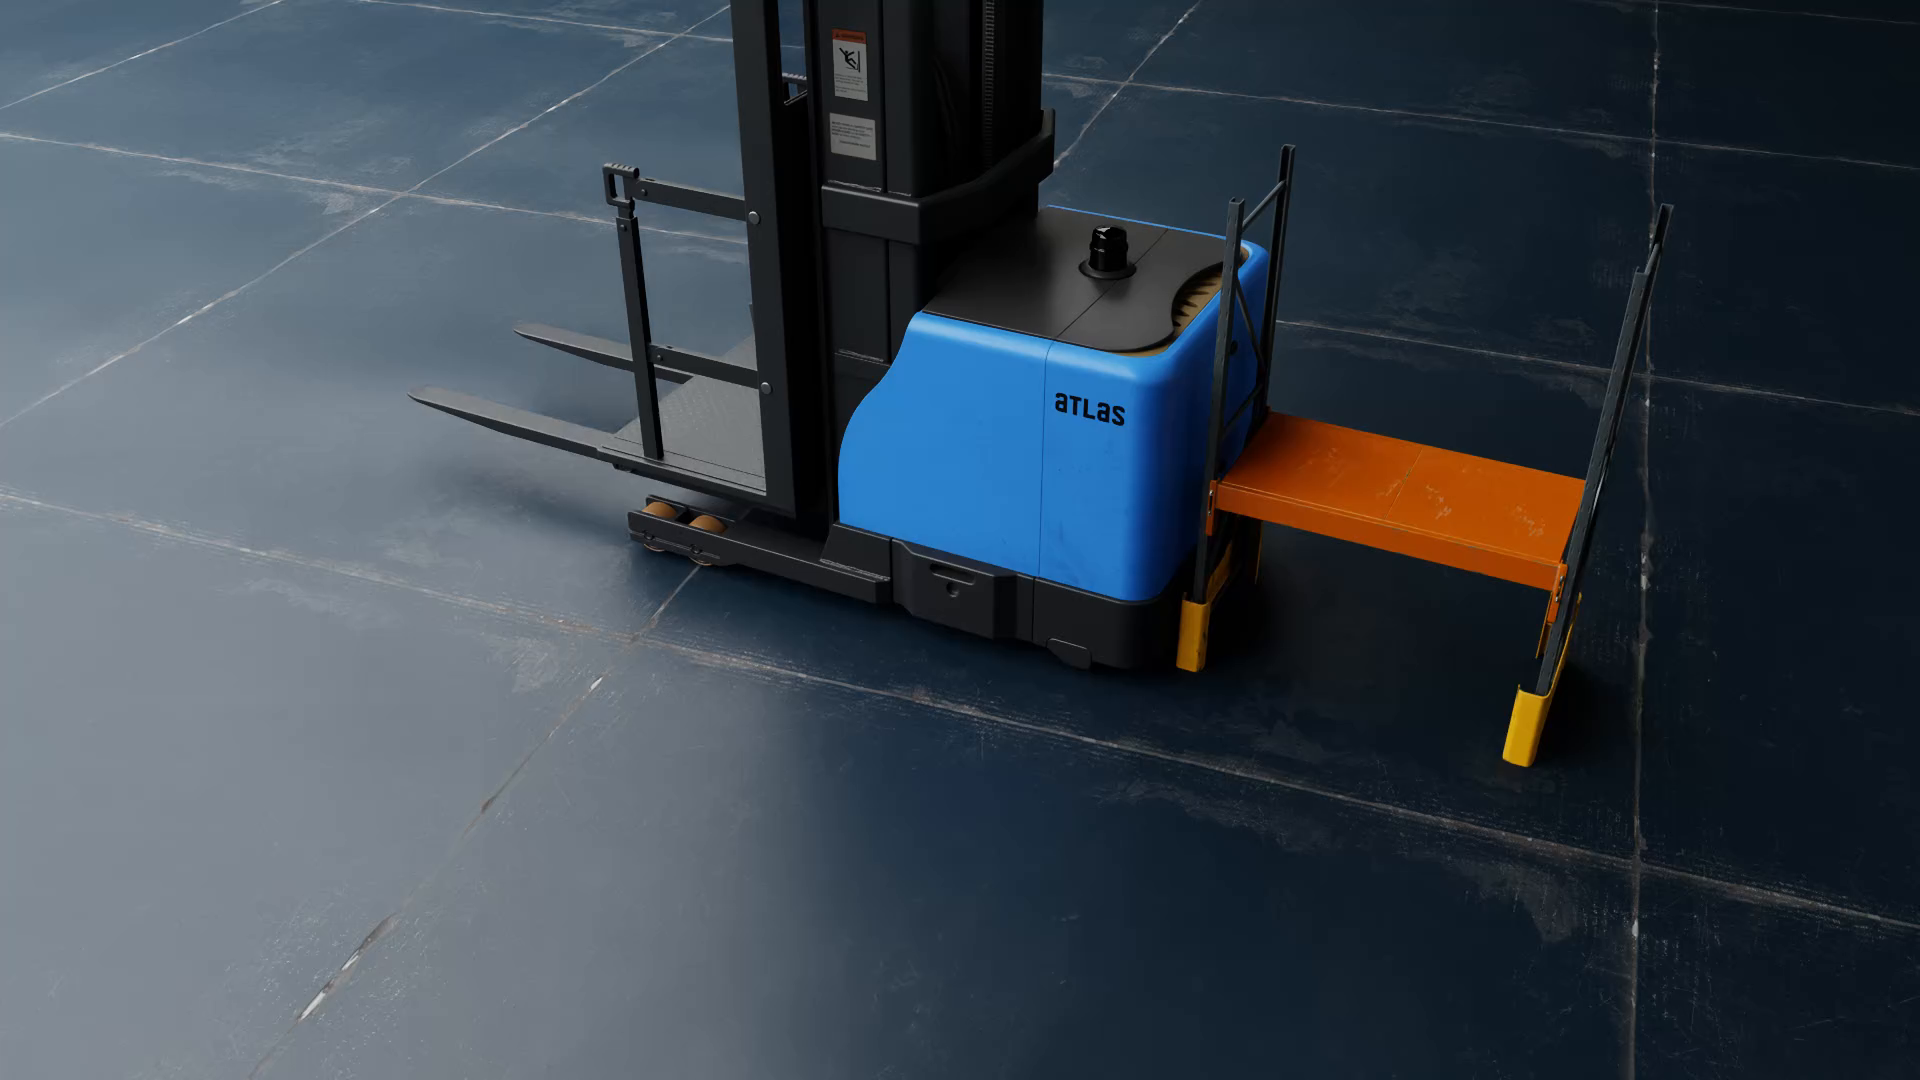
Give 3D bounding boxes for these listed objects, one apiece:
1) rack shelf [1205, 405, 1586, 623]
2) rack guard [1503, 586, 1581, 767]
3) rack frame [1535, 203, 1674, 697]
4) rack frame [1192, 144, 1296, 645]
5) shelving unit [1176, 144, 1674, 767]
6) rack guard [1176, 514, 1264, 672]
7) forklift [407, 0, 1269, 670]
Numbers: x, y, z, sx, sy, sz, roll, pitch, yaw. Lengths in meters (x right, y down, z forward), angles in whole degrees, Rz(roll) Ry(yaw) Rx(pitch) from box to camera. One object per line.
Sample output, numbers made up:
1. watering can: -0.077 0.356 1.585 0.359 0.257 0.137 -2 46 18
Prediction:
1. rack shelf: 1.283 -0.098 4.850 1.000 0.185 0.538 15 36 22
2. rack guard: 1.721 0.395 4.908 0.087 0.250 0.587 15 36 22
3. rack frame: 1.738 -0.126 4.562 0.032 1.500 0.500 15 36 22
4. rack frame: 0.828 -0.372 4.943 0.032 1.500 0.500 15 36 22
5. shelving unit: 1.275 -0.251 4.756 1.083 1.500 0.587 15 36 22
6. rack guard: 0.830 0.154 5.282 0.087 0.250 0.587 15 36 22
7. forklift: -0.557 -1.383 5.190 3.031 2.935 1.130 15 36 22
